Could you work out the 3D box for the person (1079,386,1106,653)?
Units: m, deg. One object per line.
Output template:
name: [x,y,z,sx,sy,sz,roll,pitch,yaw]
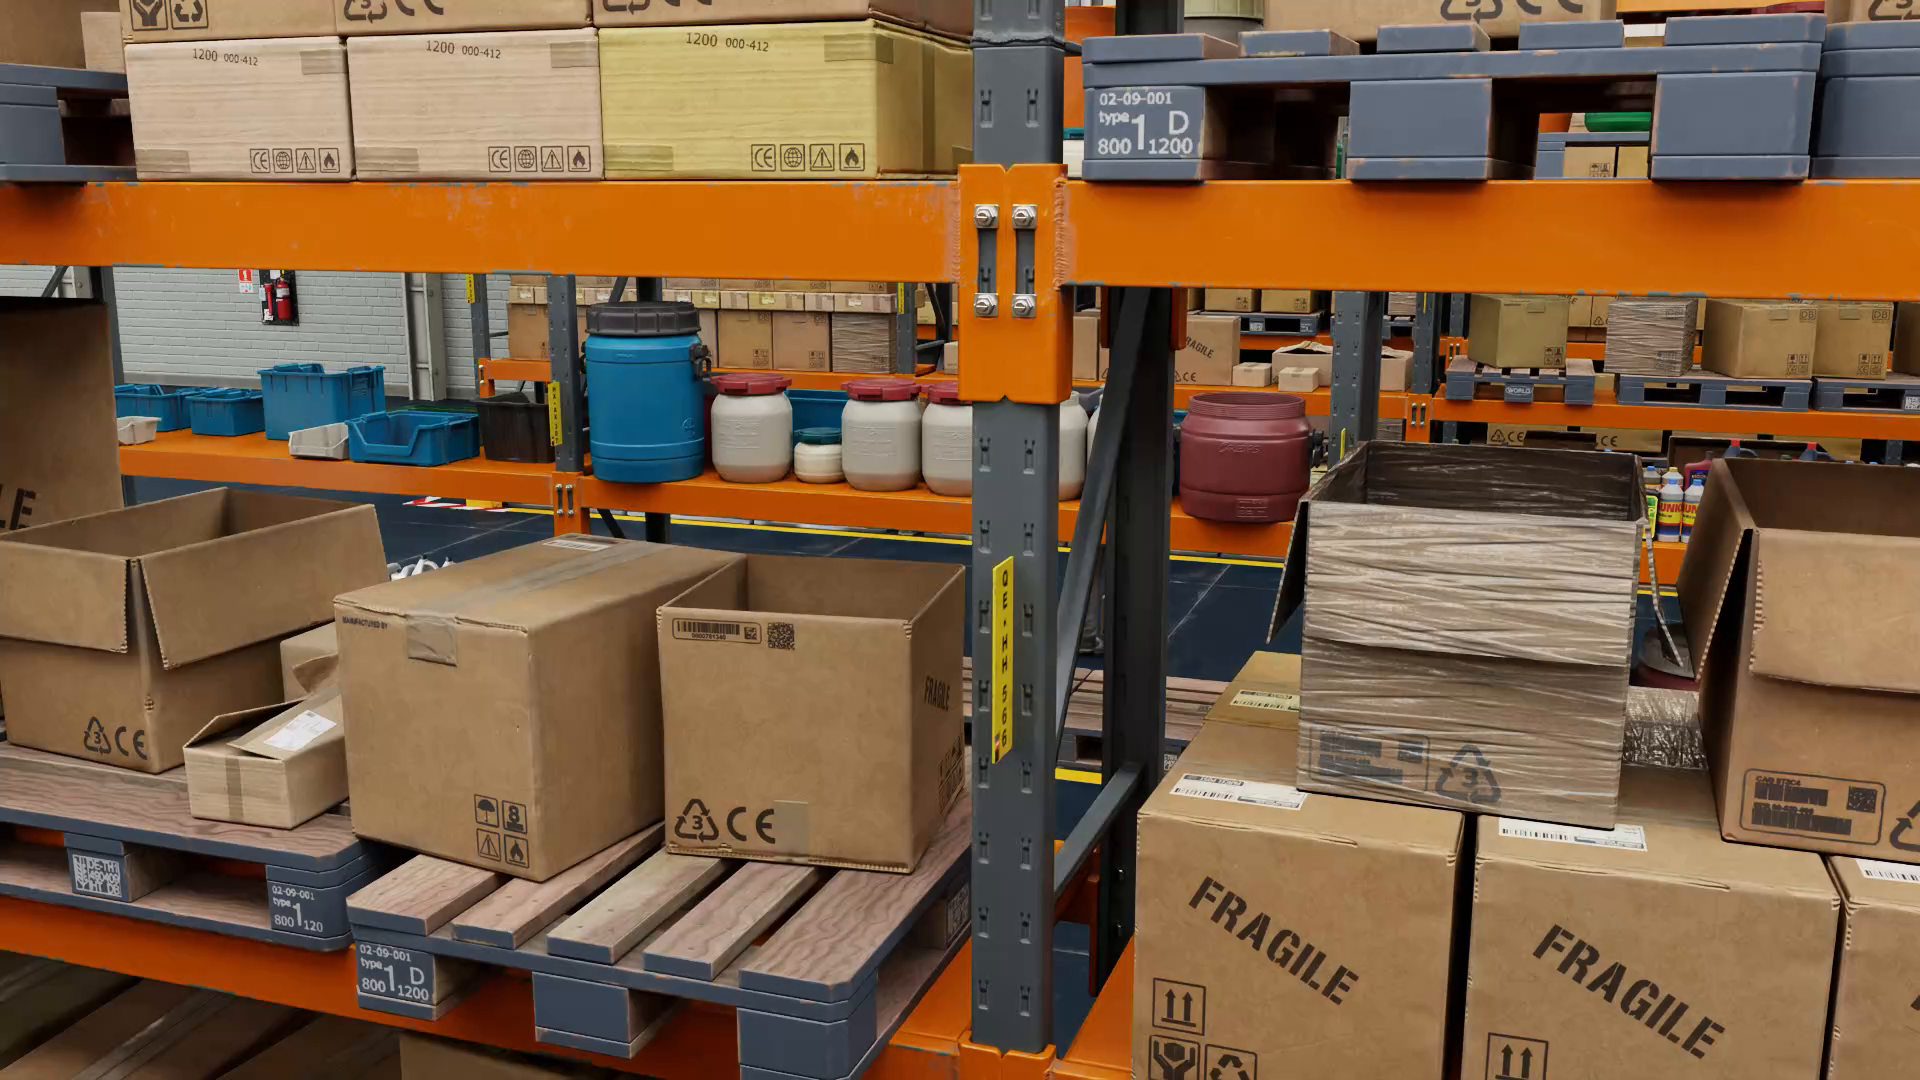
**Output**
person: [0.890,-0.114,10.064,0.480,1.646,0.419,4,13,20]
